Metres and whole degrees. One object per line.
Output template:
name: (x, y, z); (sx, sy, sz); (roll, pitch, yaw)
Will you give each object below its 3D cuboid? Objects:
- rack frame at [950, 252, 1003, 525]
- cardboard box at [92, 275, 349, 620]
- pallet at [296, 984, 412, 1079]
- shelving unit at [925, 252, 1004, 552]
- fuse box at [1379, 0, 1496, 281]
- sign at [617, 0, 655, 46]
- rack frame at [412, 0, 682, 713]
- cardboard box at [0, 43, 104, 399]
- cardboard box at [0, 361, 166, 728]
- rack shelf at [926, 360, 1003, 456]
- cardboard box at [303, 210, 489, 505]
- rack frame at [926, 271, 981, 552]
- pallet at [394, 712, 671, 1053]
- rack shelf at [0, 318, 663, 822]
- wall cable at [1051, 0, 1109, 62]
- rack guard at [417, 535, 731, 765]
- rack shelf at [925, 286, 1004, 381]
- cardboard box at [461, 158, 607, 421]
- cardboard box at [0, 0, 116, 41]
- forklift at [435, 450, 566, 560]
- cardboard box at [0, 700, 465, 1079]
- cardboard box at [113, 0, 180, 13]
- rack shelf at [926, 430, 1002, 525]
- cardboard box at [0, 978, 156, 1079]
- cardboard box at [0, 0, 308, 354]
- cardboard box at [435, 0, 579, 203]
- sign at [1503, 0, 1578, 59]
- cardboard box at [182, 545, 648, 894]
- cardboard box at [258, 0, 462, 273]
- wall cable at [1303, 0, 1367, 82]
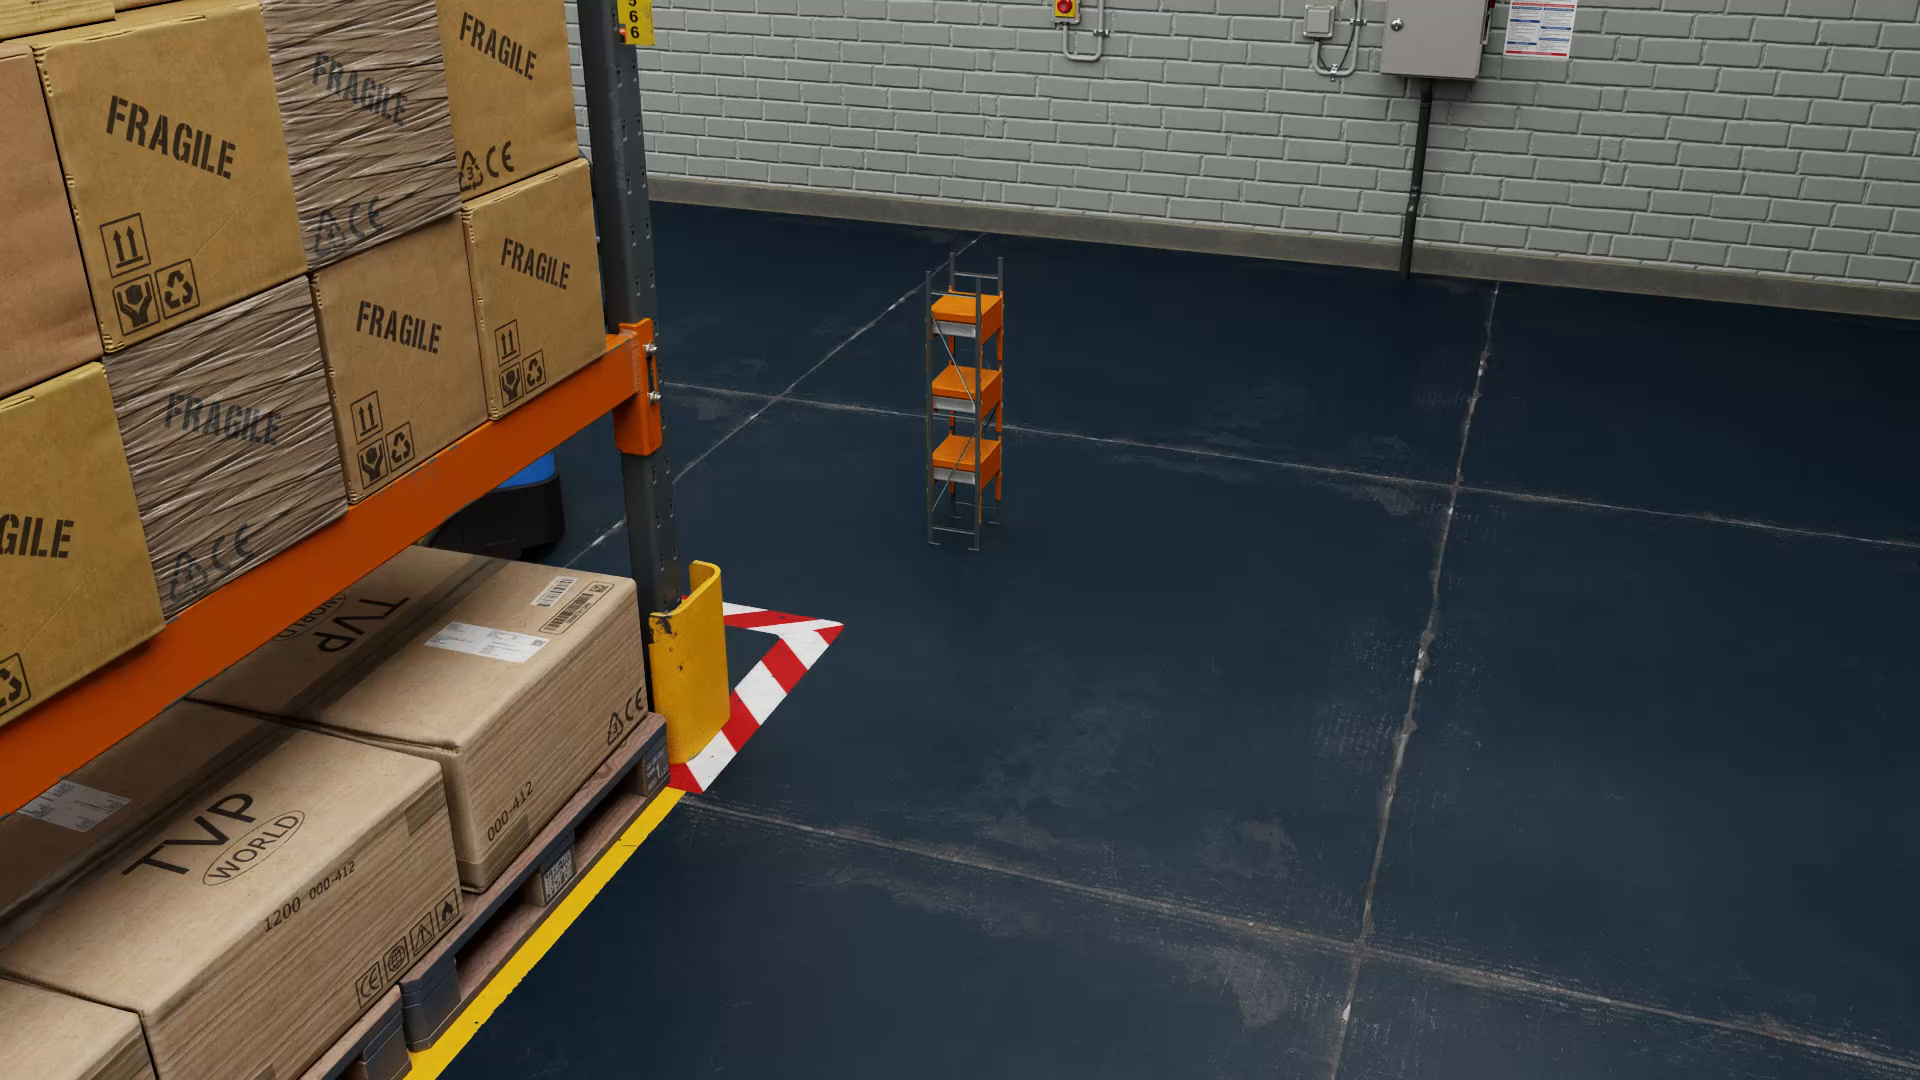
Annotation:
rack frame: (0.058, -0.545, 6.170); (0.200, 1.050, 0.008); (9, 27, 17)
cardboard box: (-1.560, -0.218, 3.144); (0.500, 0.500, 0.500); (10, 27, 19)
pallet: (-1.906, 1.268, 3.389); (1.003, 0.211, 1.213); (9, 27, 17)
shelving unit: (0.018, -0.495, 6.067); (0.215, 1.050, 0.252); (9, 27, 17)
fuse box: (2.481, -2.203, 8.836); (0.539, 1.711, 0.414); (9, 27, 17)
sign: (-0.799, -1.370, 4.037); (0.100, 0.325, 0.005); (9, 27, 17)
rack frame: (-1.306, -0.827, 4.515); (1.000, 3.000, 0.127); (9, 27, 17)
cardboard box: (-1.725, -0.461, 2.498); (0.500, 0.500, 0.500); (9, 27, 17)
cardboard box: (-1.720, -0.004, 2.702); (0.500, 0.500, 0.500); (10, 27, 19)
rack shelf: (0.018, -0.485, 6.071); (0.215, 0.259, 0.240); (9, 27, 17)
cardboard box: (-1.398, -0.431, 3.583); (0.500, 0.500, 0.500); (8, 27, 16)
rack frame: (-0.023, -0.444, 5.963); (0.200, 1.050, 0.008); (9, 27, 17)
pallet: (-1.498, 0.768, 4.421); (1.003, 0.211, 1.213); (9, 27, 17)
rack shelf: (-1.972, 0.319, 2.975); (1.077, 0.370, 4.000); (9, 27, 17)
wall cable: (0.548, -3.619, 9.080); (0.585, 1.953, 0.123); (9, 27, 17)
rack guard: (-1.298, 0.288, 5.081); (1.175, 0.500, 0.348); (9, 27, 17)
rack shelf: (0.018, -0.740, 5.948); (0.215, 0.259, 0.240); (9, 27, 17)
cardboard box: (-1.217, -0.635, 4.005); (0.500, 0.500, 0.500); (9, 27, 18)
cardboard box: (-1.610, -0.905, 2.670); (0.380, 0.149, 0.250); (9, 27, 19)
forklift: (-3.019, -1.192, 5.349); (3.031, 2.935, 1.130); (-11, 28, -22)
cardboard box: (-1.728, 0.800, 3.613); (0.875, 0.438, 0.875); (9, 27, 19)
cardboard box: (-1.581, -1.016, 2.901); (0.380, 0.149, 0.250); (8, 27, 17)
rack shelf: (0.018, -0.235, 6.192); (0.215, 0.259, 0.240); (9, 27, 17)
cardboard box: (-2.030, 1.171, 2.848); (0.875, 0.438, 0.875); (8, 27, 16)
cardboard box: (-1.556, -0.667, 2.924); (0.500, 0.500, 0.500); (9, 27, 17)
cardboard box: (-1.242, -1.089, 3.795); (0.500, 0.500, 0.500); (10, 27, 19)
sign: (3.015, -2.753, 8.604); (0.329, 0.494, 0.001); (9, 27, 17)
cardboard box: (-1.431, 0.423, 4.392); (0.875, 0.438, 0.875); (8, 27, 16)
cardboard box: (-1.388, -0.870, 3.343); (0.500, 0.500, 0.500); (9, 27, 18)
wall cable: (1.890, -3.404, 8.672); (0.588, 1.984, 0.122); (9, 27, 17)
